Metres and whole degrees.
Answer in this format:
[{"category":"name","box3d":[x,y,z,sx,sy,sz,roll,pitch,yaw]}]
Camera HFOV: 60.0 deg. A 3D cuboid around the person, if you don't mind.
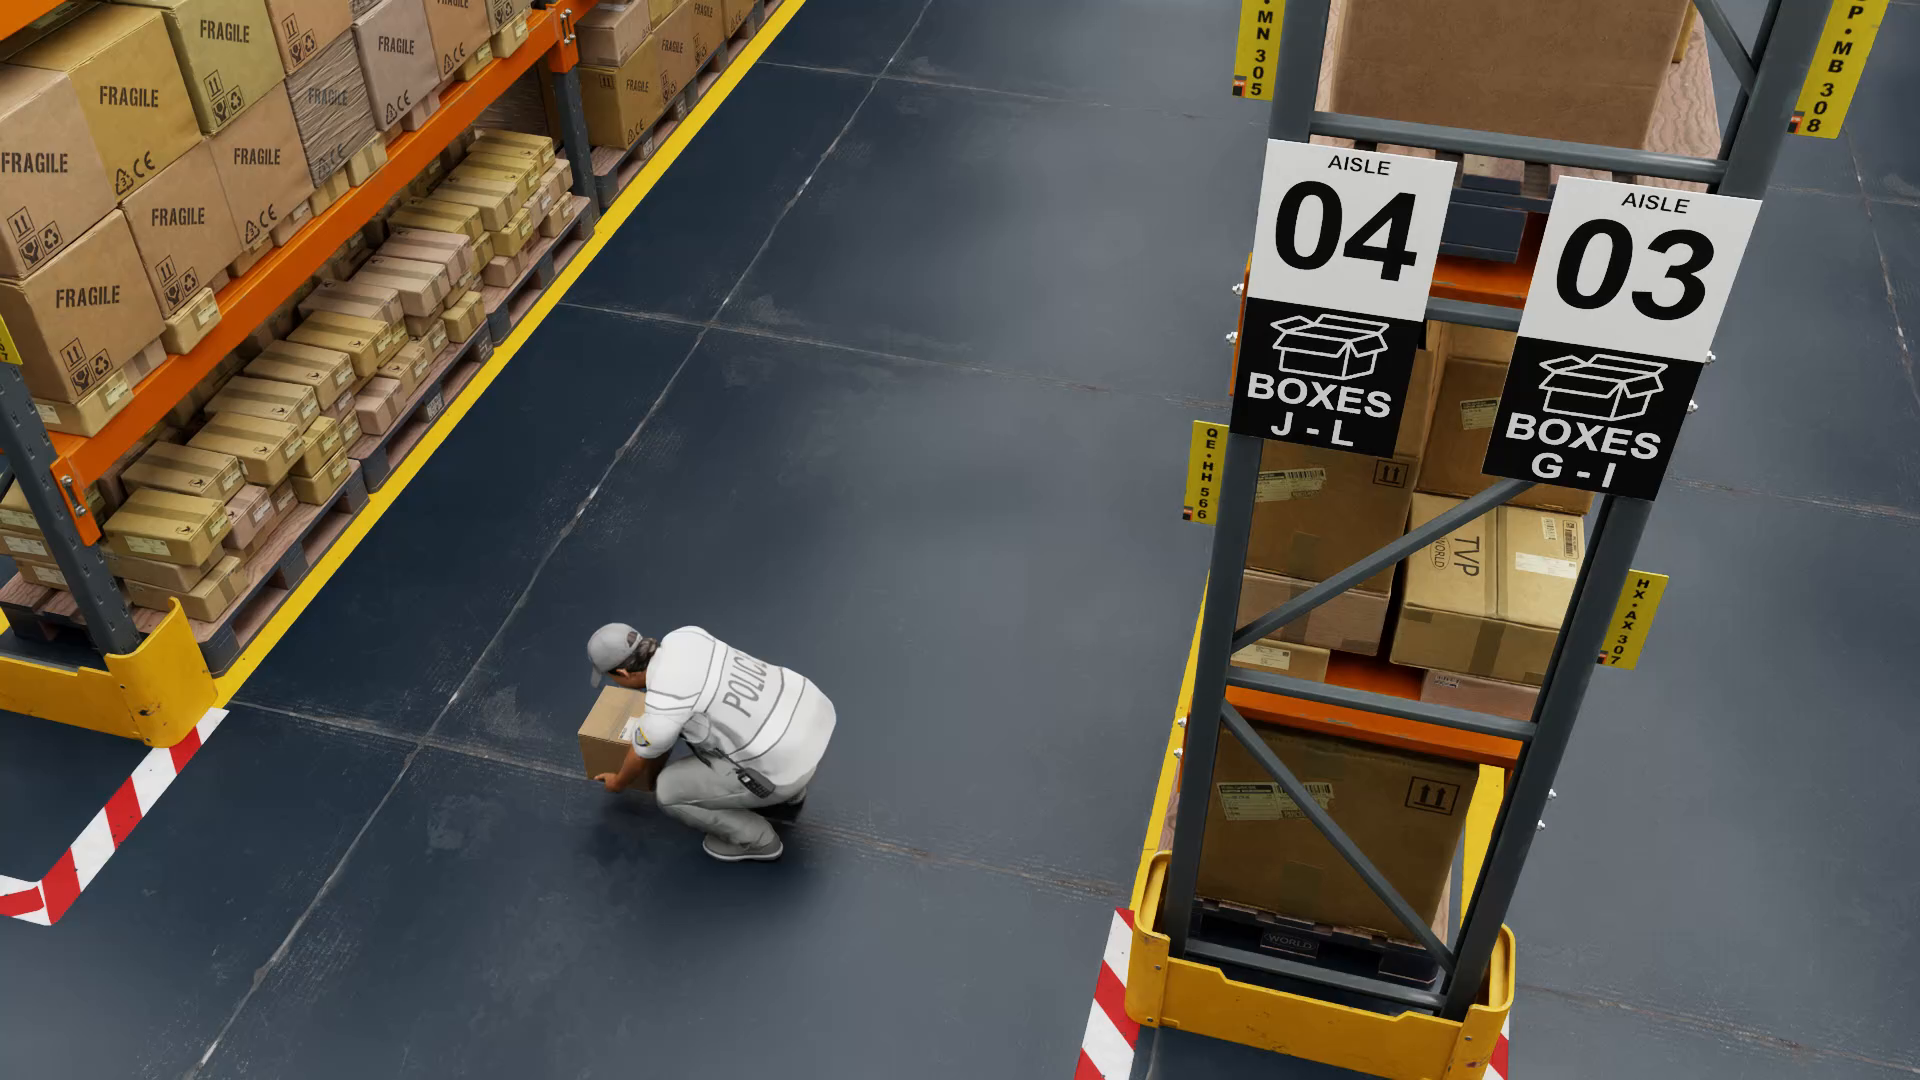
[{"category":"person","box3d":[-0.885,0.678,5.935,0.866,0.954,0.509,9,42,10]}]
